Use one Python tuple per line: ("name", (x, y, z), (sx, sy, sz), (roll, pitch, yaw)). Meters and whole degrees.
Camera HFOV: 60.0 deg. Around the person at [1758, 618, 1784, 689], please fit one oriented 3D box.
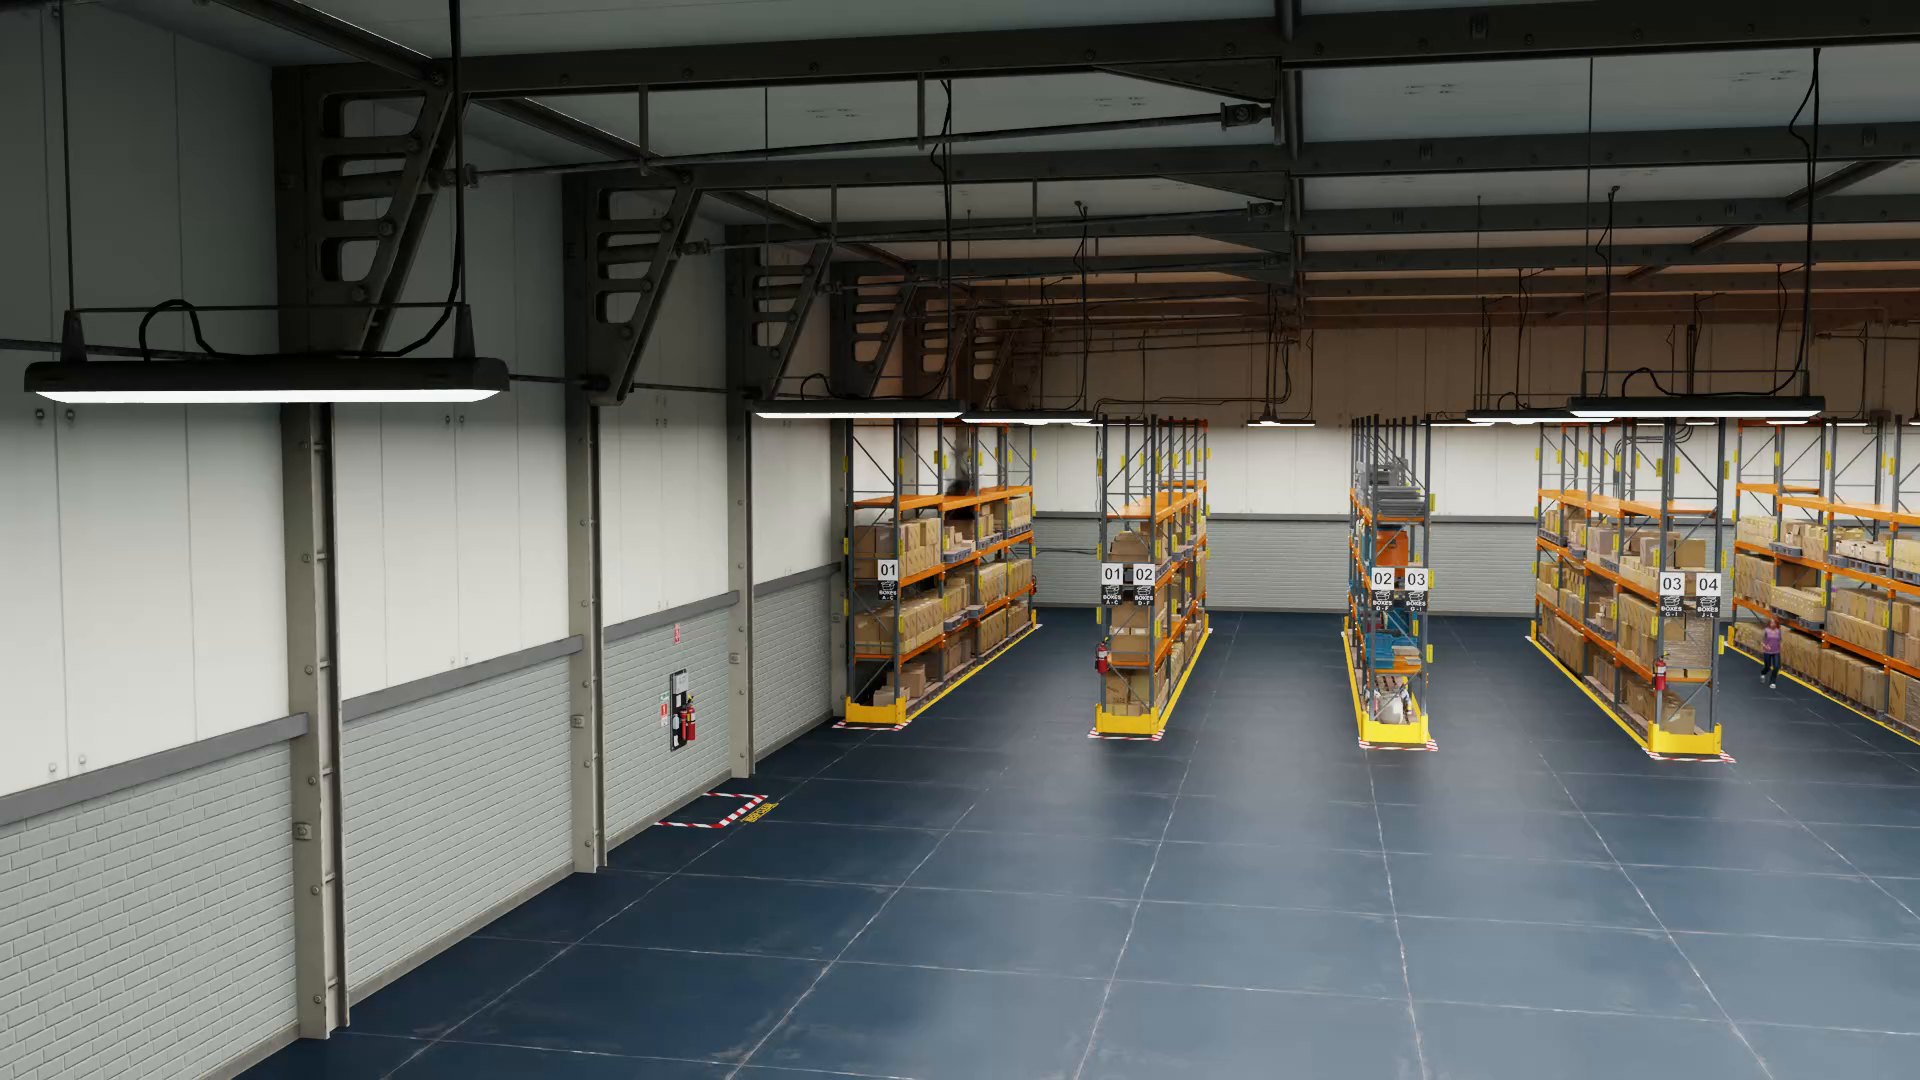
("person", (17.947, 2.497, 36.775), (0.542, 1.550, 0.583), (1, 4, 8))
